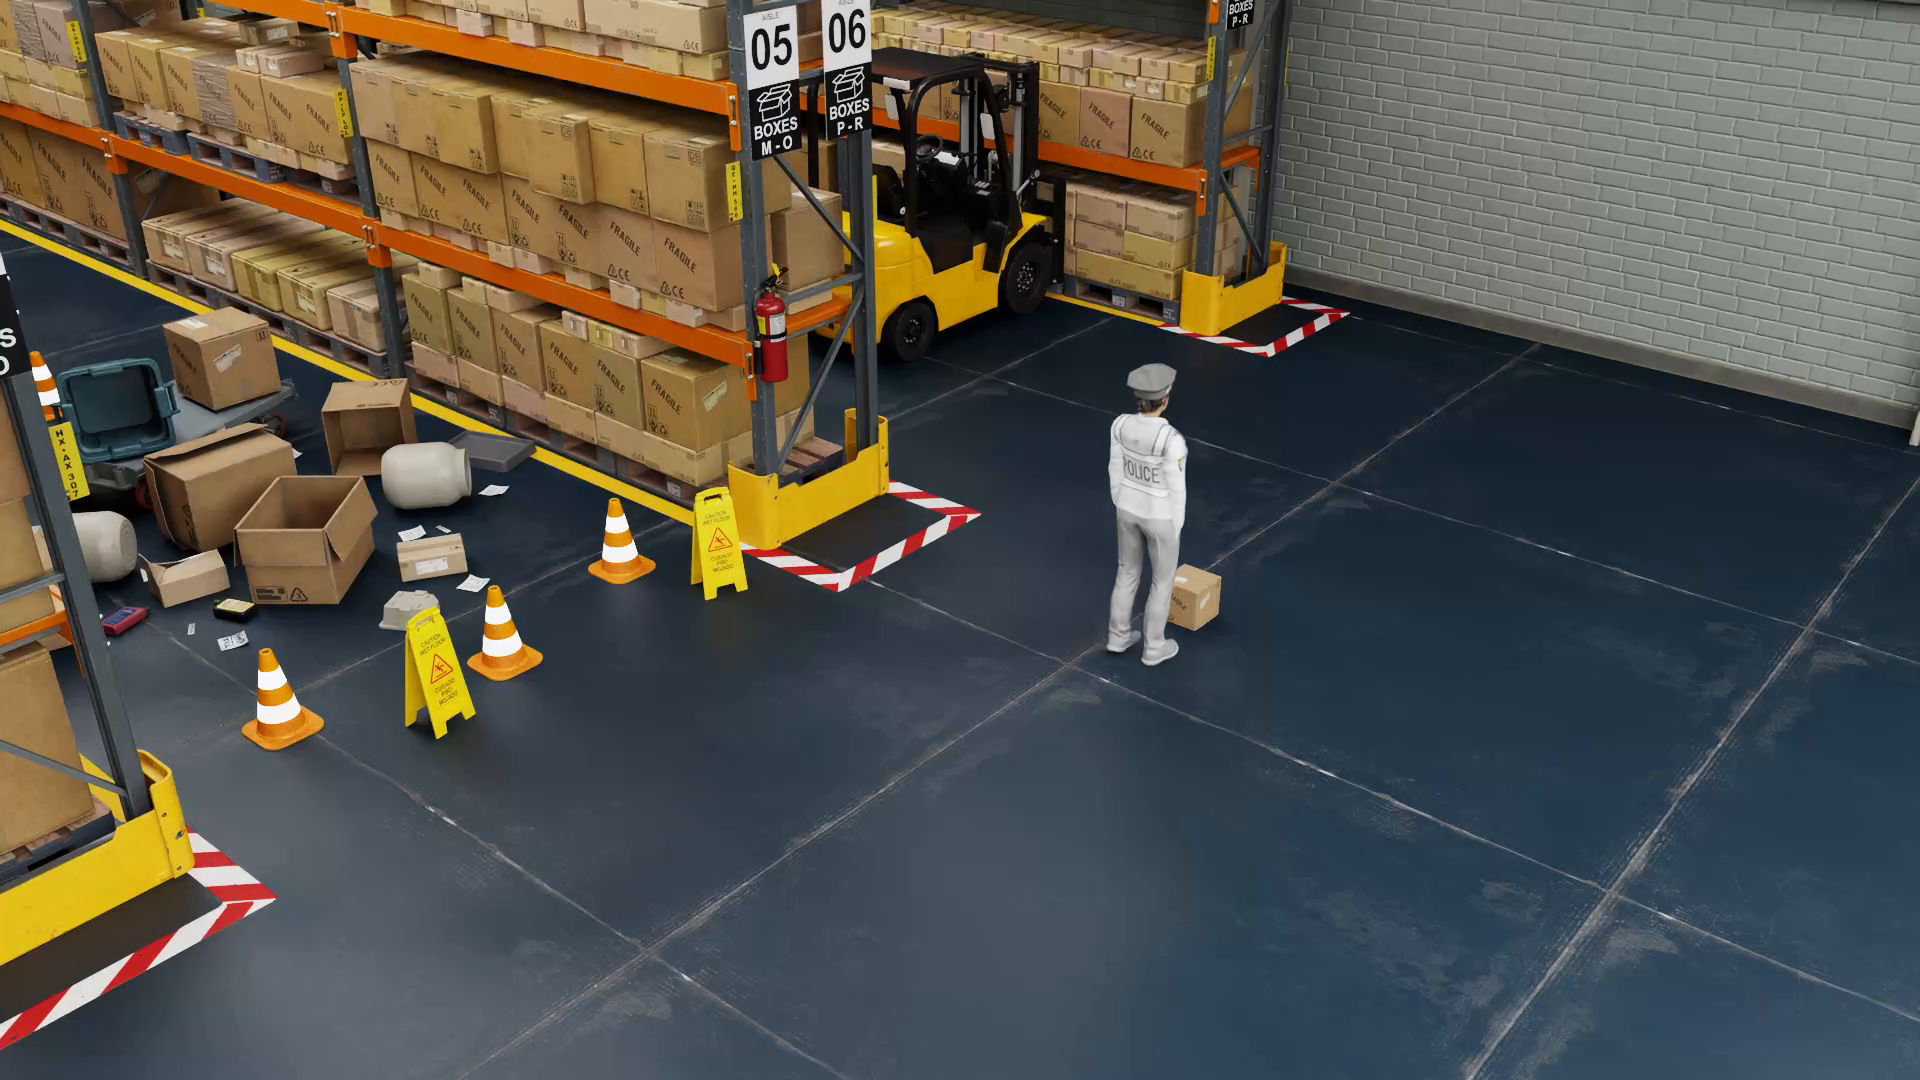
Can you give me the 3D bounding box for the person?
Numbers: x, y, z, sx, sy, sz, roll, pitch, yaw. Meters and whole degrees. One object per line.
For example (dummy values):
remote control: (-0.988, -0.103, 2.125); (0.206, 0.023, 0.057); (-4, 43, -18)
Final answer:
person: (1.004, -0.128, 8.881); (0.468, 1.687, 0.329); (22, 35, 35)
